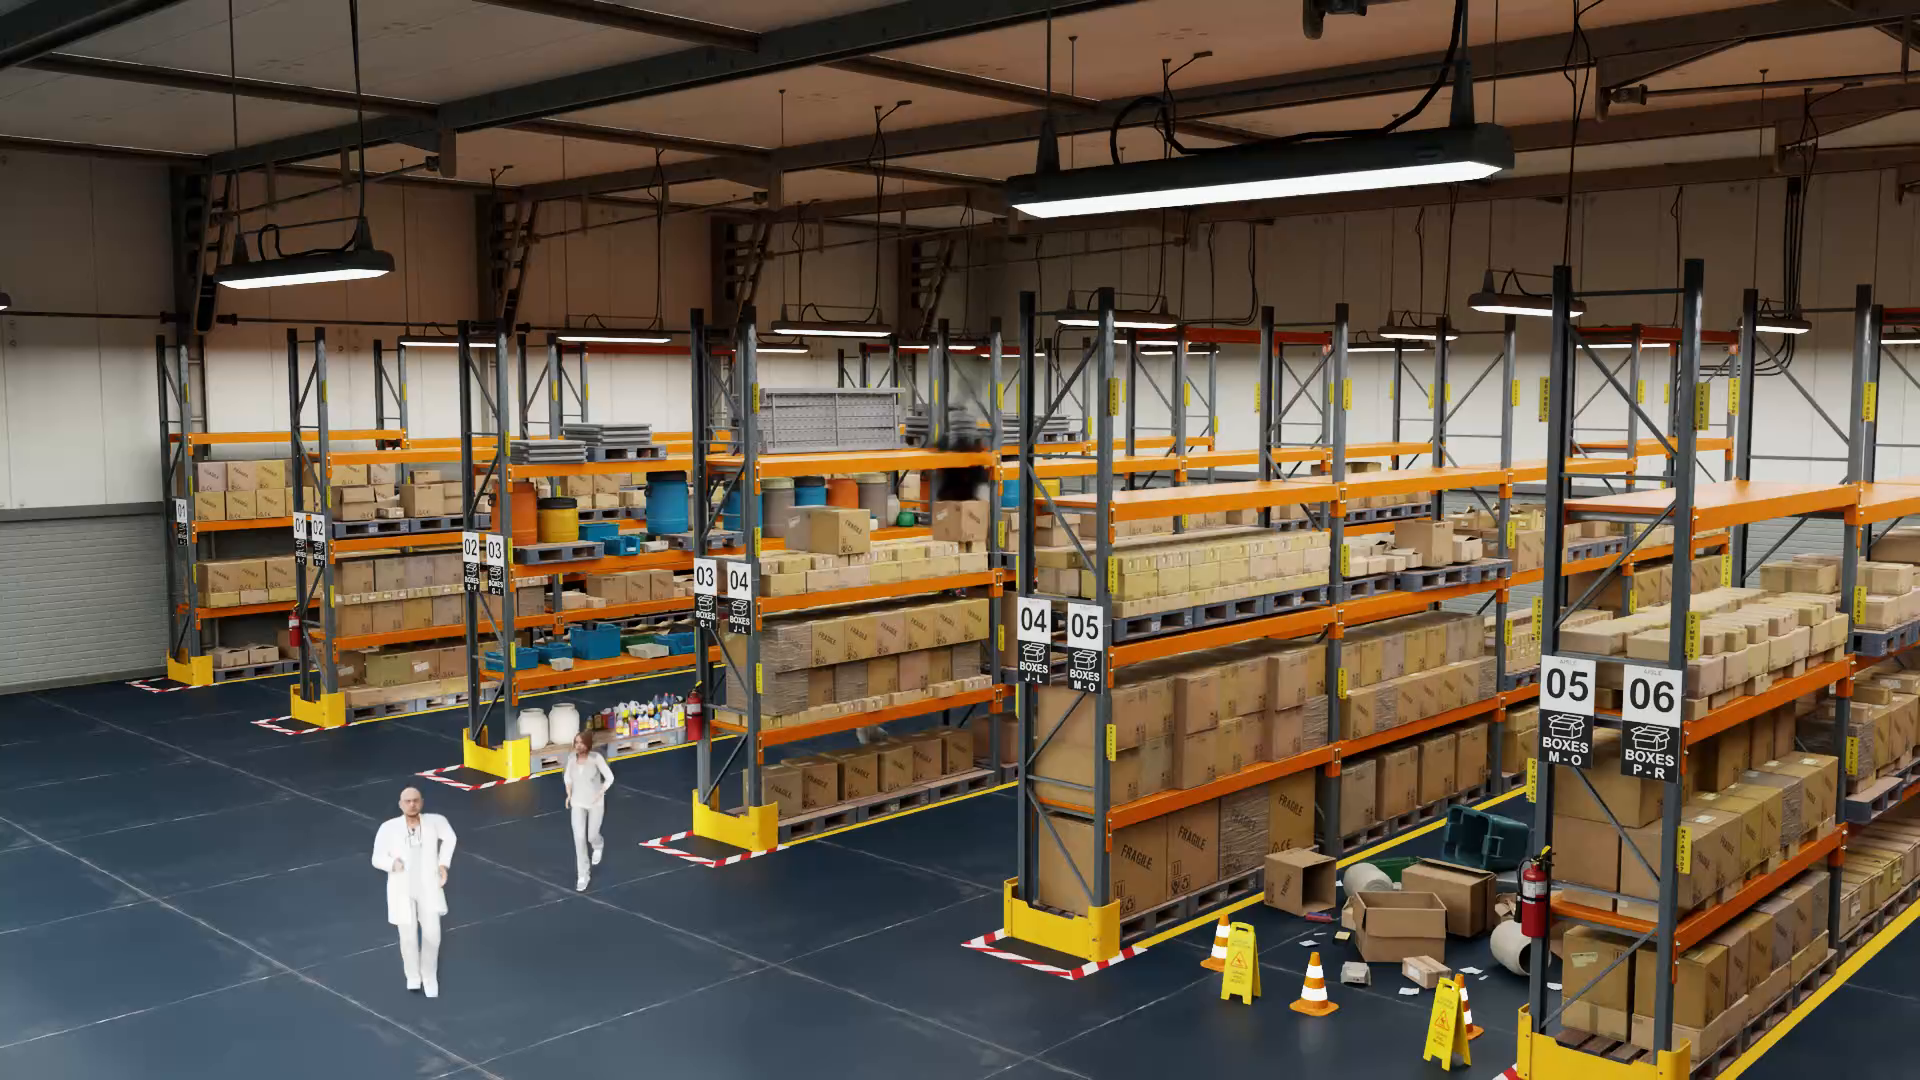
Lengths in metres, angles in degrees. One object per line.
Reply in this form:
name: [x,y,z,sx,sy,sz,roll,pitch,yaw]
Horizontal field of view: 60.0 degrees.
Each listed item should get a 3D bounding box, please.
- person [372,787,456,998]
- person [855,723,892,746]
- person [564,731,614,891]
person: [-4.571,2.982,13.984,0.684,1.800,0.728,-2,6,-20]
person: [-1.204,2.220,22.707,0.614,1.638,0.578,4,7,37]
person: [-3.848,2.757,17.280,0.537,1.610,0.733,0,5,2]
